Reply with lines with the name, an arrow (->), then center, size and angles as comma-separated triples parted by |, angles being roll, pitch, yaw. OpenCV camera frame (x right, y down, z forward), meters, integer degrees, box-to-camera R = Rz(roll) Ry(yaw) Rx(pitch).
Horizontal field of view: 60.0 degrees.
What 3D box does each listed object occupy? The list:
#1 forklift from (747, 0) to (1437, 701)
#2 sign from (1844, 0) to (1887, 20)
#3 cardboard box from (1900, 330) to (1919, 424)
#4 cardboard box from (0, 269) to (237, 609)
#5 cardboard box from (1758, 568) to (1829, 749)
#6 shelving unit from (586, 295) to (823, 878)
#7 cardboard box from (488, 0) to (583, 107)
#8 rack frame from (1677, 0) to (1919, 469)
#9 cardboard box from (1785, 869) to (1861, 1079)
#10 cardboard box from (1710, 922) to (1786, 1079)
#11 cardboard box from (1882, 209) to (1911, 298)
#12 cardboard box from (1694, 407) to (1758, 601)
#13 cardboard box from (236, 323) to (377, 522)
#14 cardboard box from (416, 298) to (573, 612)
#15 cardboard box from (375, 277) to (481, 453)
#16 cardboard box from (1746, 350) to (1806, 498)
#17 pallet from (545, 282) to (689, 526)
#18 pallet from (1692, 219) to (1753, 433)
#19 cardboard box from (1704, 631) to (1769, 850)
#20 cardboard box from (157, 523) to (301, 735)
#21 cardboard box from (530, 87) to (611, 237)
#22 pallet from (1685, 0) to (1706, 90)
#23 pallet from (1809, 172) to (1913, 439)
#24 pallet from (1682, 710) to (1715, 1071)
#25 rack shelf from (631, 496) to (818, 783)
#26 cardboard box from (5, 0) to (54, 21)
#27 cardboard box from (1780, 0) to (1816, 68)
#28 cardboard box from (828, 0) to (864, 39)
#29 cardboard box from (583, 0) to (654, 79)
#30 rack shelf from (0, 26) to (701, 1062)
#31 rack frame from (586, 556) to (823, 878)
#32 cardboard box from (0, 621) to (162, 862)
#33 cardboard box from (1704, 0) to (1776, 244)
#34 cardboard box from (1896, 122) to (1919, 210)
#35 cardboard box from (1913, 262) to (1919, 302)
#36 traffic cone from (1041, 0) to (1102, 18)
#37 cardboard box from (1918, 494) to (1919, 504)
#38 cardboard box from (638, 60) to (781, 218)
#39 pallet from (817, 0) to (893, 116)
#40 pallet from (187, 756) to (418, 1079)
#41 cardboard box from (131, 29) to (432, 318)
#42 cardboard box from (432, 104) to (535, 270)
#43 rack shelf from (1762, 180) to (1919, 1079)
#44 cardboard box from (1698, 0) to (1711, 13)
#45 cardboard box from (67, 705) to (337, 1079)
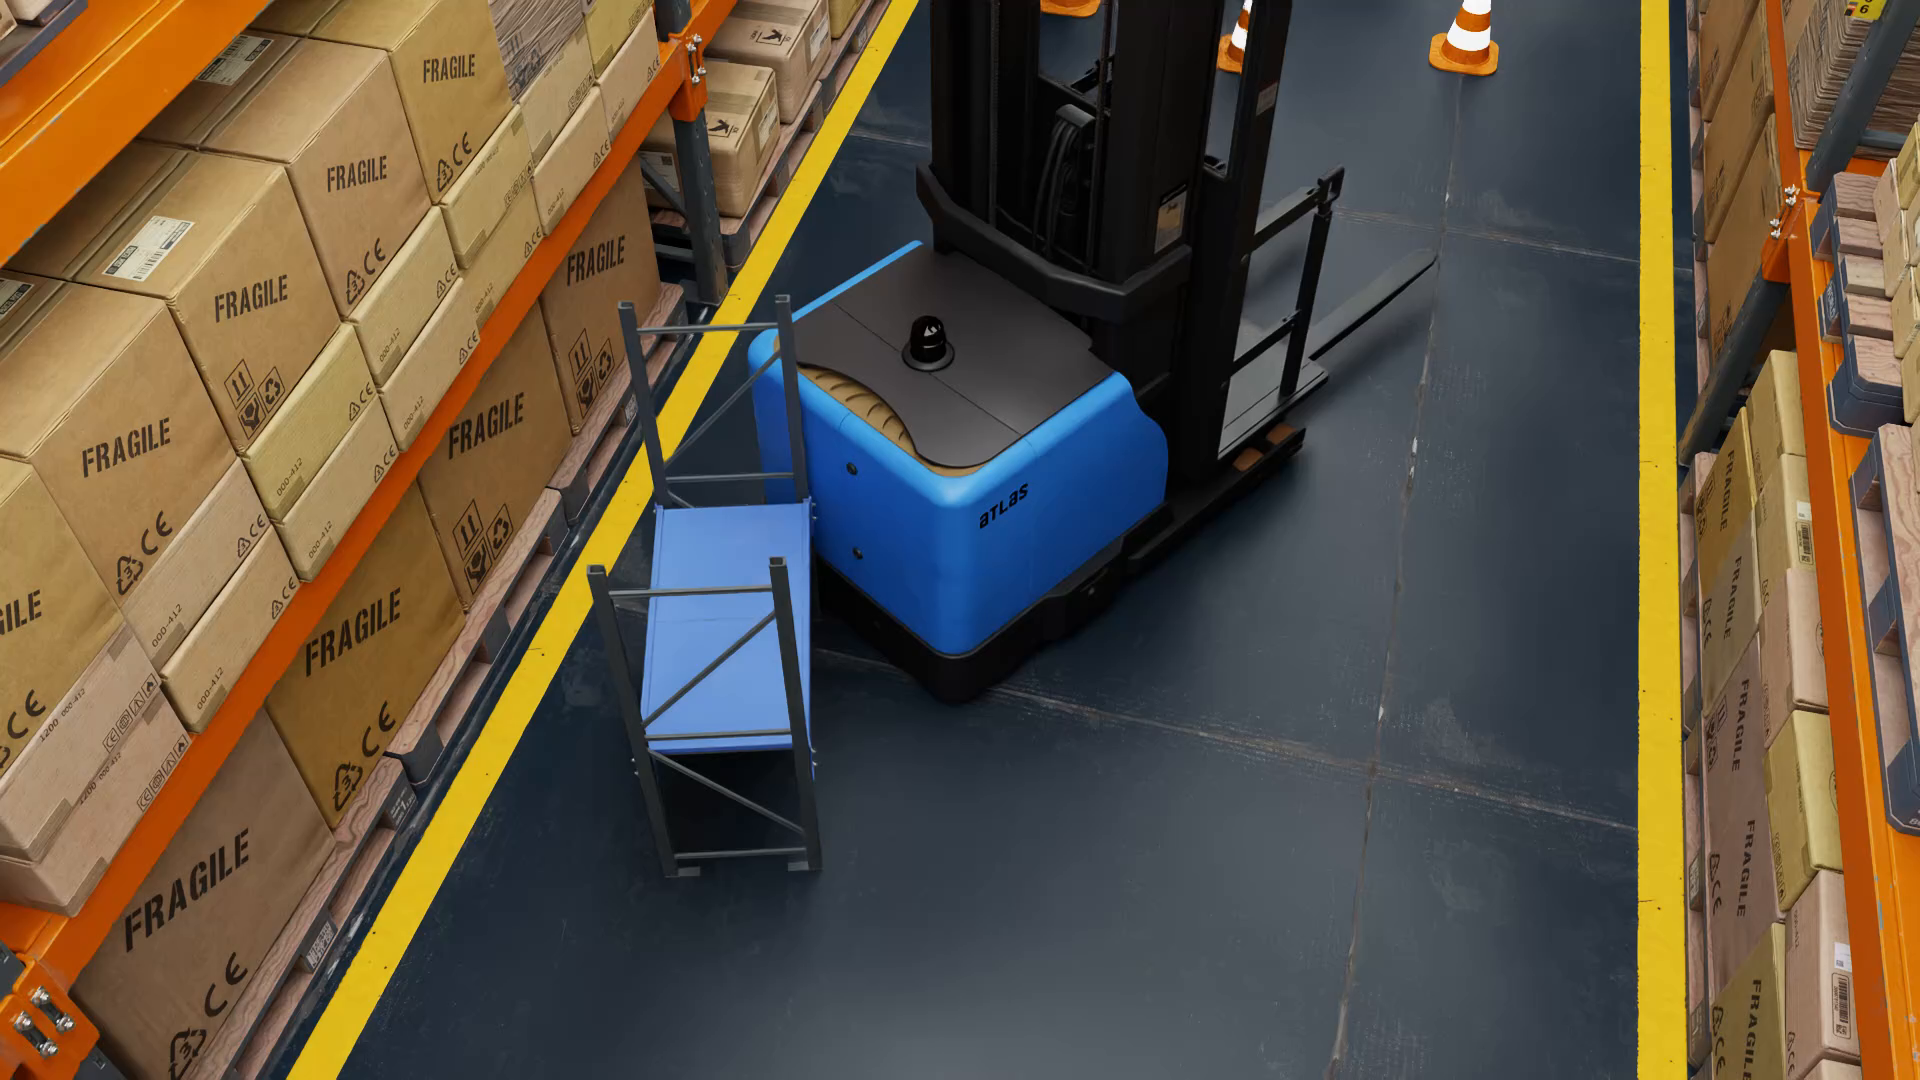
forklift -> 0.698, -1.414, 5.543 | 3.031, 2.935, 1.130 | -36, 58, -28
sign -> 2.768, -1.714, 4.989 | 0.100, 0.325, 0.005 | 12, 50, 10
cardboard box -> 2.781, -0.410, 4.499 | 0.380, 0.149, 0.250 | 14, 50, 12
cardboard box -> -2.050, -0.233, 3.721 | 0.500, 0.500, 0.500 | 11, 50, 10
cardboard box -> 2.614, 0.390, 4.792 | 0.500, 0.250, 0.500 | 12, 50, 10
shelving unit -> -0.719, 0.179, 5.092 | 0.538, 1.500, 1.048 | -3, 49, -2
cardboard box -> -1.508, -1.693, 5.010 | 0.500, 0.500, 0.500 | 12, 50, 11
rack frame -> 3.305, -1.223, 5.329 | 1.000, 3.000, 0.127 | 12, 50, 10
cardboard box -> 2.352, 1.152, 4.119 | 0.500, 0.250, 0.500 | 14, 50, 12
cardboard box -> 2.339, 1.402, 4.399 | 0.500, 0.500, 0.500 | 11, 49, 9
cardboard box -> 2.921, -0.801, 4.844 | 0.380, 0.149, 0.250 | 14, 50, 12
cardboard box -> 2.872, -0.074, 5.702 | 0.500, 0.500, 0.500 | 10, 49, 8
cardboard box -> -1.894, -0.355, 4.329 | 0.500, 0.250, 0.500 | 12, 50, 11
cardboard box -> -1.998, -0.435, 5.771 | 0.875, 0.875, 0.875 | 12, 50, 10
cardboard box -> -1.754, -0.552, 4.837 | 0.500, 0.250, 0.500 | 11, 49, 9
cardboard box -> 2.890, -0.332, 5.430 | 0.500, 0.250, 0.500 | 10, 49, 8
pallet -> -1.778, -0.649, 6.682 | 1.003, 0.211, 1.213 | 12, 50, 10
pallet -> 3.585, -0.856, 6.865 | 1.003, 0.211, 1.213 | 12, 50, 10
cardboard box -> 2.613, 0.663, 5.052 | 0.500, 0.500, 0.500 | 10, 49, 9
cardboard box -> -2.045, 0.175, 4.195 | 0.500, 0.250, 0.500 | 10, 49, 9
cardboard box -> -1.499, -1.288, 5.486 | 0.500, 0.250, 0.500 | 12, 50, 11
pallet -> 4.227, -2.621, 8.422 | 1.003, 0.211, 1.213 | 12, 50, 10
pallet -> 3.220, -0.623, 4.927 | 1.213, 0.211, 1.003 | 12, 50, 10
pallet -> 2.774, 1.144, 5.099 | 1.003, 0.211, 1.213 | 12, 50, 10
rack shelf -> -0.719, 0.298, 5.227 | 0.538, 0.185, 1.000 | -3, 49, -2
cardboard box -> -1.880, -1.134, 3.125 | 0.380, 0.166, 0.250 | 9, 49, 7
cardboard box -> 3.297, -1.996, 5.944 | 0.500, 0.500, 0.500 | 12, 50, 10
cardboard box -> -0.948, -2.886, 8.269 | 0.950, 0.372, 0.625 | 13, 50, 11
cardboard box -> -1.380, -1.842, 5.642 | 0.500, 0.250, 0.500 | 11, 50, 10
rack shelf -> -2.024, -0.442, 5.120 | 1.077, 0.370, 4.000 | 12, 50, 10
rack frame -> -0.690, 0.559, 4.756 | 0.500, 1.500, 0.032 | -3, 49, -2
cardboard box -> -2.162, 0.388, 3.674 | 0.500, 0.250, 0.500 | 10, 49, 9
cardboard box -> 3.779, -1.674, 6.947 | 1.050, 0.750, 0.750 | 12, 50, 11
cardboard box -> 2.984, -1.068, 4.881 | 0.380, 0.149, 0.250 | 14, 50, 12
cardboard box -> 2.847, -0.677, 4.536 | 0.380, 0.149, 0.250 | 10, 49, 9
traffic cone -> 0.580, -3.008, 8.596 | 0.336, 0.463, 0.334 | 12, 50, 10
cardboard box -> 2.645, -0.036, 4.168 | 0.380, 0.149, 0.250 | 12, 50, 11
cardboard box -> -1.339, -1.803, 7.313 | 0.950, 0.372, 0.625 | 9, 49, 7
pallet -> -0.967, -2.649, 8.447 | 1.003, 0.211, 1.213 | 12, 50, 10
pallet -> -2.420, 1.116, 5.124 | 1.003, 0.211, 1.213 | 12, 50, 10
cardboard box -> -1.786, -0.970, 4.372 | 0.500, 0.500, 0.500 | 11, 49, 9
cardboard box -> -1.626, -1.096, 4.984 | 0.500, 0.250, 0.500 | 10, 49, 9
rack shelf -> 2.778, 0.461, 4.322 | 1.077, 0.370, 4.000 | 12, 50, 10
cardboard box -> 4.281, -3.044, 8.157 | 1.050, 0.750, 0.750 | 11, 50, 10
cardboard box -> -2.464, 0.866, 4.622 | 0.875, 0.875, 0.875 | 13, 50, 11
